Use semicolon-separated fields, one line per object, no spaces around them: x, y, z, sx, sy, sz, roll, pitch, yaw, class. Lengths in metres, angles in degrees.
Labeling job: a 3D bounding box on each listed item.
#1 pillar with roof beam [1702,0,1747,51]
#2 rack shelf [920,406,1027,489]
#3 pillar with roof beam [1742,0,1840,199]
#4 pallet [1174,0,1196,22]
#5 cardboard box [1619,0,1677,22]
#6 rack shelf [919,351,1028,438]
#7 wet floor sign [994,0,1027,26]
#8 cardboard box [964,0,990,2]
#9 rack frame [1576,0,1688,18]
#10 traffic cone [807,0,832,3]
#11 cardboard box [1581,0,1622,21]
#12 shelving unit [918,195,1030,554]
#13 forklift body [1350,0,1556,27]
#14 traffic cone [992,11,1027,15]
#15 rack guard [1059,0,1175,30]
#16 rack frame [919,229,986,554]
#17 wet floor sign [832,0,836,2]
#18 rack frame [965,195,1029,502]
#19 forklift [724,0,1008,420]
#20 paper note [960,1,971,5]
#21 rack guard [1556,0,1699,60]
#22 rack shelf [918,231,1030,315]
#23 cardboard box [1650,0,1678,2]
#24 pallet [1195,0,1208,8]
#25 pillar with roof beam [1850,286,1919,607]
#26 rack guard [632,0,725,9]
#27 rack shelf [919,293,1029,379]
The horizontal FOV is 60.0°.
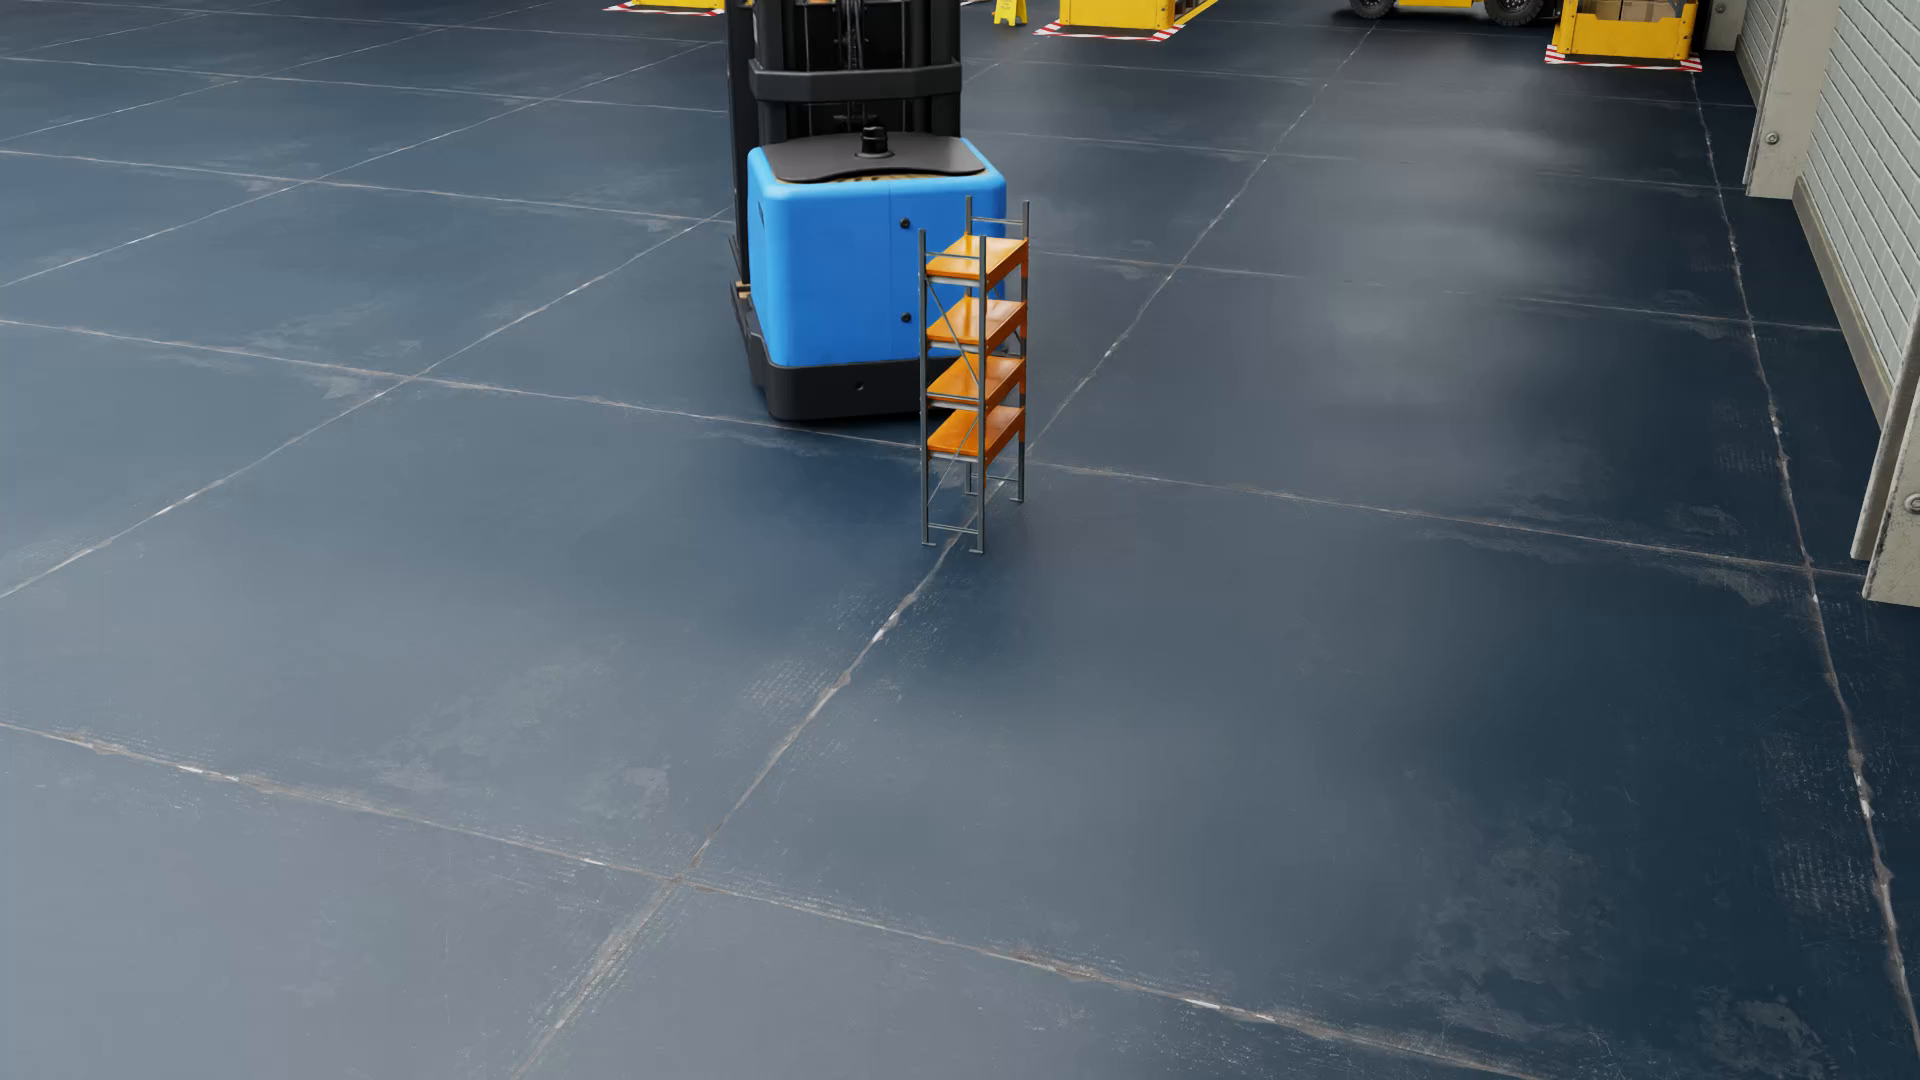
3.310;-9.458;15.458;9.100;9.000;0.400;9;27;17;pillar with roof beam
0.055;-0.369;6.245;0.258;0.148;0.480;9;27;17;rack shelf
1.314;-6.992;10.366;9.100;9.000;0.400;9;27;17;pillar with roof beam
1.935;-5.801;17.990;1.003;0.211;1.213;9;27;17;pallet
6.636;-5.103;16.021;0.500;0.250;0.500;9;27;18;cardboard box
0.055;-0.548;6.158;0.258;0.148;0.480;9;27;17;rack shelf
0.534;-5.714;17.311;0.267;0.644;0.232;20;32;35;wet floor sign
0.137;-6.245;18.977;0.250;0.149;0.380;-20;33;-36;cardboard box
6.288;-5.978;15.155;1.000;3.000;0.127;9;27;17;rack frame
-1.579;-6.243;18.614;0.336;0.463;0.334;9;27;17;traffic cone
6.147;-5.169;16.156;0.500;0.250;0.500;9;27;18;cardboard box
0.055;-0.608;6.129;0.258;1.200;0.503;9;27;17;shelving unit
5.199;-6.640;17.496;2.313;2.155;1.214;9;27;17;forklift body
0.533;-5.919;17.943;0.336;0.463;0.334;9;27;17;traffic cone
1.632;-5.603;17.248;1.175;0.500;0.348;9;27;17;rack guard
-0.026;-0.508;5.922;0.240;1.200;0.015;9;27;17;rack frame
-1.238;-6.014;17.931;0.267;0.644;0.232;4;26;8;wet floor sign
0.136;-0.708;6.336;0.240;1.200;0.015;9;27;17;rack frame
-0.590;-2.451;7.949;1.130;2.935;3.031;-5;26;-10;forklift
0.044;-6.037;18.684;0.148;0.019;0.142;0;26;-1;paper note
6.280;-4.843;15.680;1.175;0.500;0.348;9;27;17;rack guard
0.055;-0.962;5.958;0.258;0.148;0.480;9;27;17;rack shelf
6.641;-5.318;15.891;0.500;0.250;0.500;9;27;18;cardboard box
2.343;-6.301;19.022;1.003;0.211;1.213;9;27;17;pallet
-0.683;-4.527;5.273;9.100;9.000;0.400;9;27;17;pillar with roof beam
-3.103;-6.238;18.560;1.175;0.500;0.348;9;27;17;rack guard
0.055;-0.749;6.061;0.258;0.148;0.480;9;27;17;rack shelf
